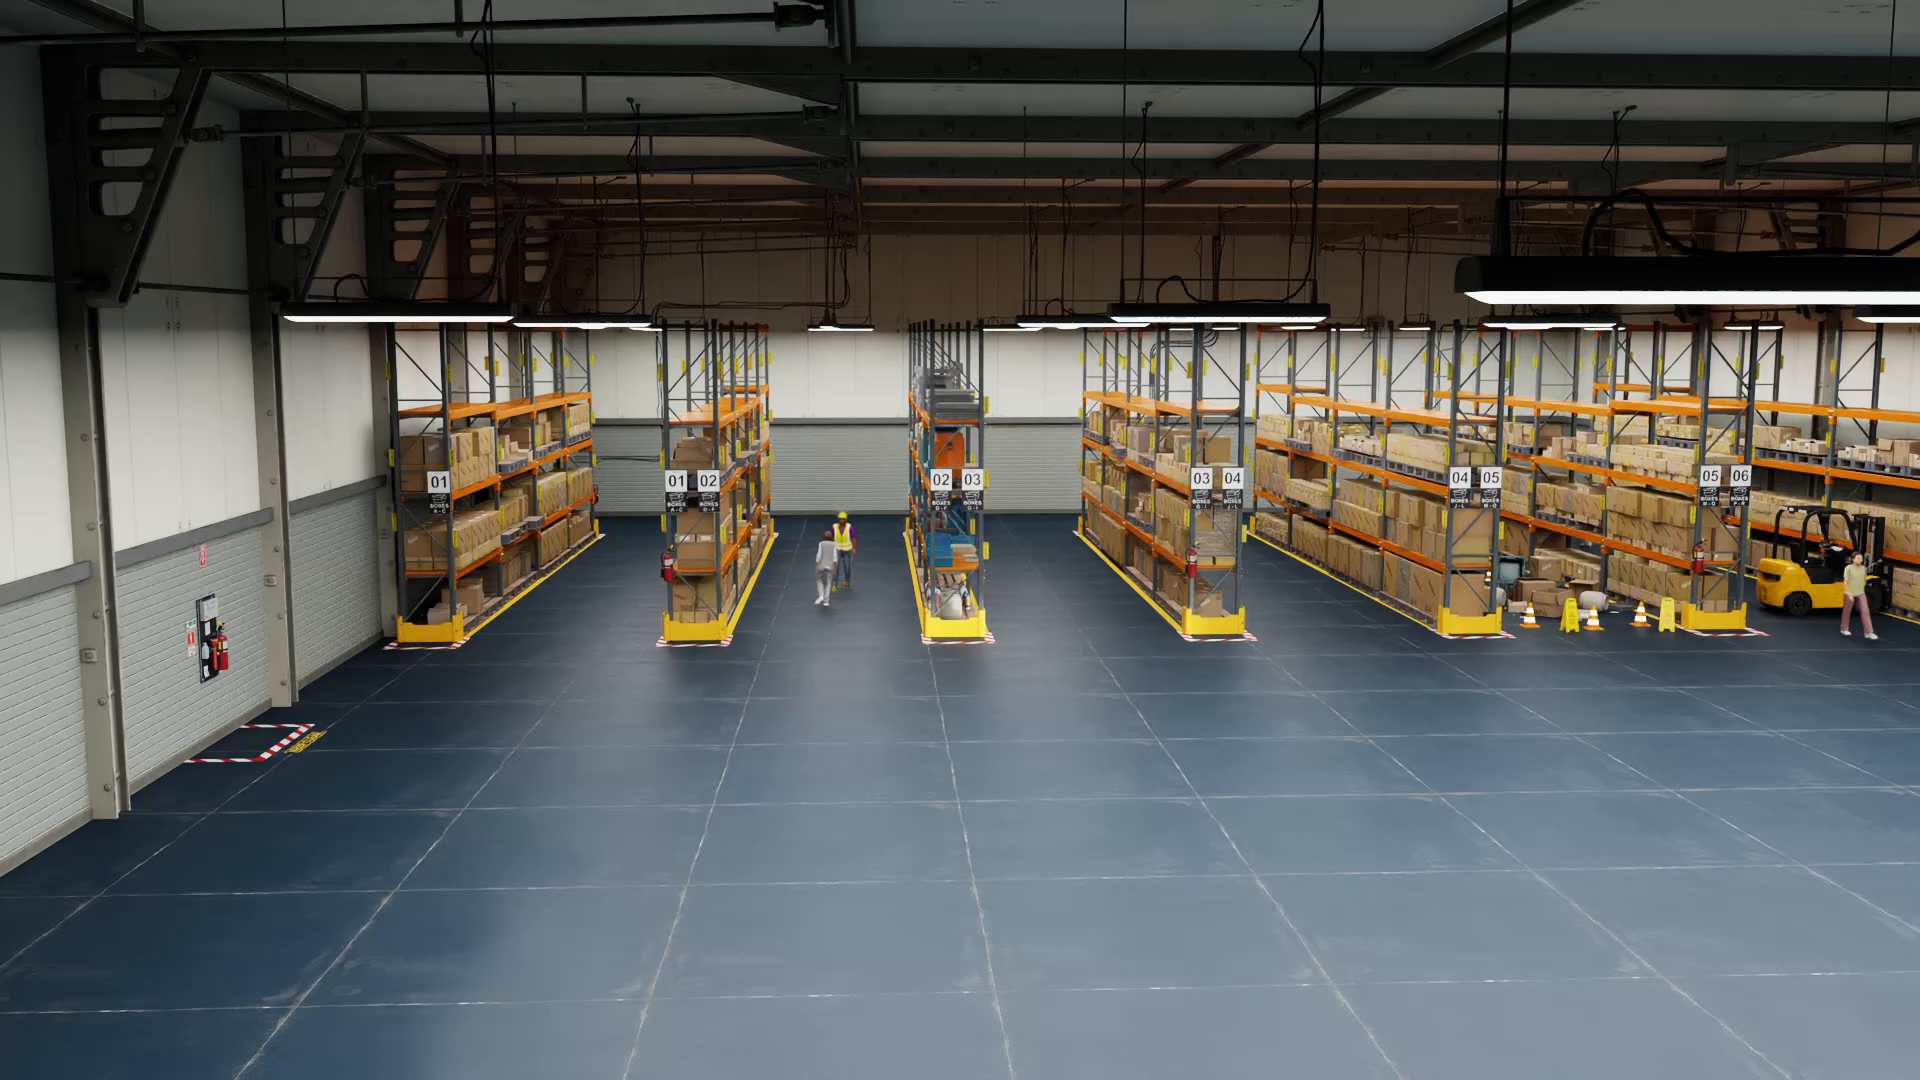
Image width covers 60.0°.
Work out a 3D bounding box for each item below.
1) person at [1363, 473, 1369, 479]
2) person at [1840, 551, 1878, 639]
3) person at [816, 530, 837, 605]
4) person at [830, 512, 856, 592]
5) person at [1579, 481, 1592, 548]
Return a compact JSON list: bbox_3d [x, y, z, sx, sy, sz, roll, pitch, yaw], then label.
[{"bbox_3d":[12.215,-1.251,49.868,0.956,1.617,0.481,-2,7,-13],"label":"person"},{"bbox_3d":[16.886,1.031,31.282,0.480,1.628,0.955,1,7,6],"label":"person"},{"bbox_3d":[-2.827,0.589,35.133,0.467,1.597,0.384,0,7,-2],"label":"person"},{"bbox_3d":[-2.651,0.243,37.361,0.672,1.748,0.950,1,7,7],"label":"person"},{"bbox_3d":[16.835,-0.688,44.703,0.586,1.781,0.421,-5,9,-37],"label":"person"}]
